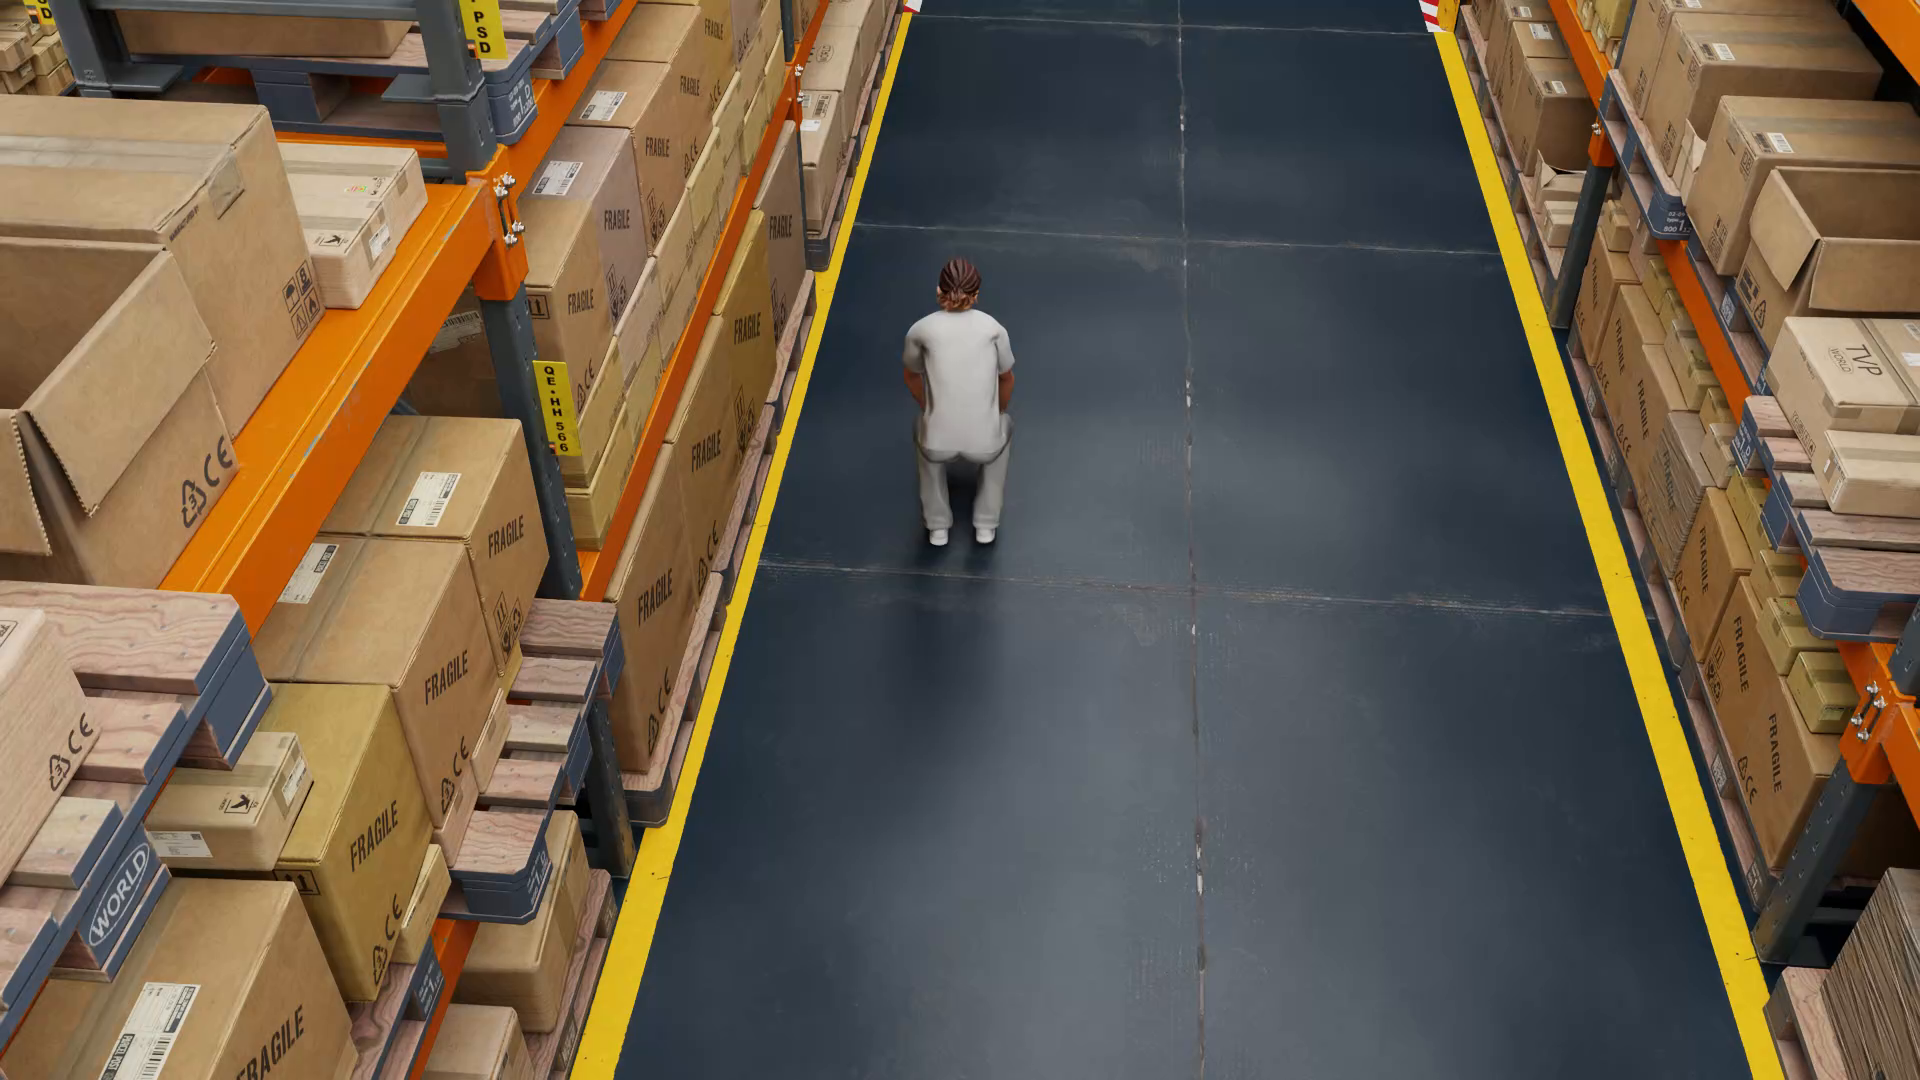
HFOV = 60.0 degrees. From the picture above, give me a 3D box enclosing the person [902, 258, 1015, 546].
[{"bbox_3d":[-0.014,-0.555,7.190,0.491,1.194,0.724,3,40,4],"label":"person"}]
